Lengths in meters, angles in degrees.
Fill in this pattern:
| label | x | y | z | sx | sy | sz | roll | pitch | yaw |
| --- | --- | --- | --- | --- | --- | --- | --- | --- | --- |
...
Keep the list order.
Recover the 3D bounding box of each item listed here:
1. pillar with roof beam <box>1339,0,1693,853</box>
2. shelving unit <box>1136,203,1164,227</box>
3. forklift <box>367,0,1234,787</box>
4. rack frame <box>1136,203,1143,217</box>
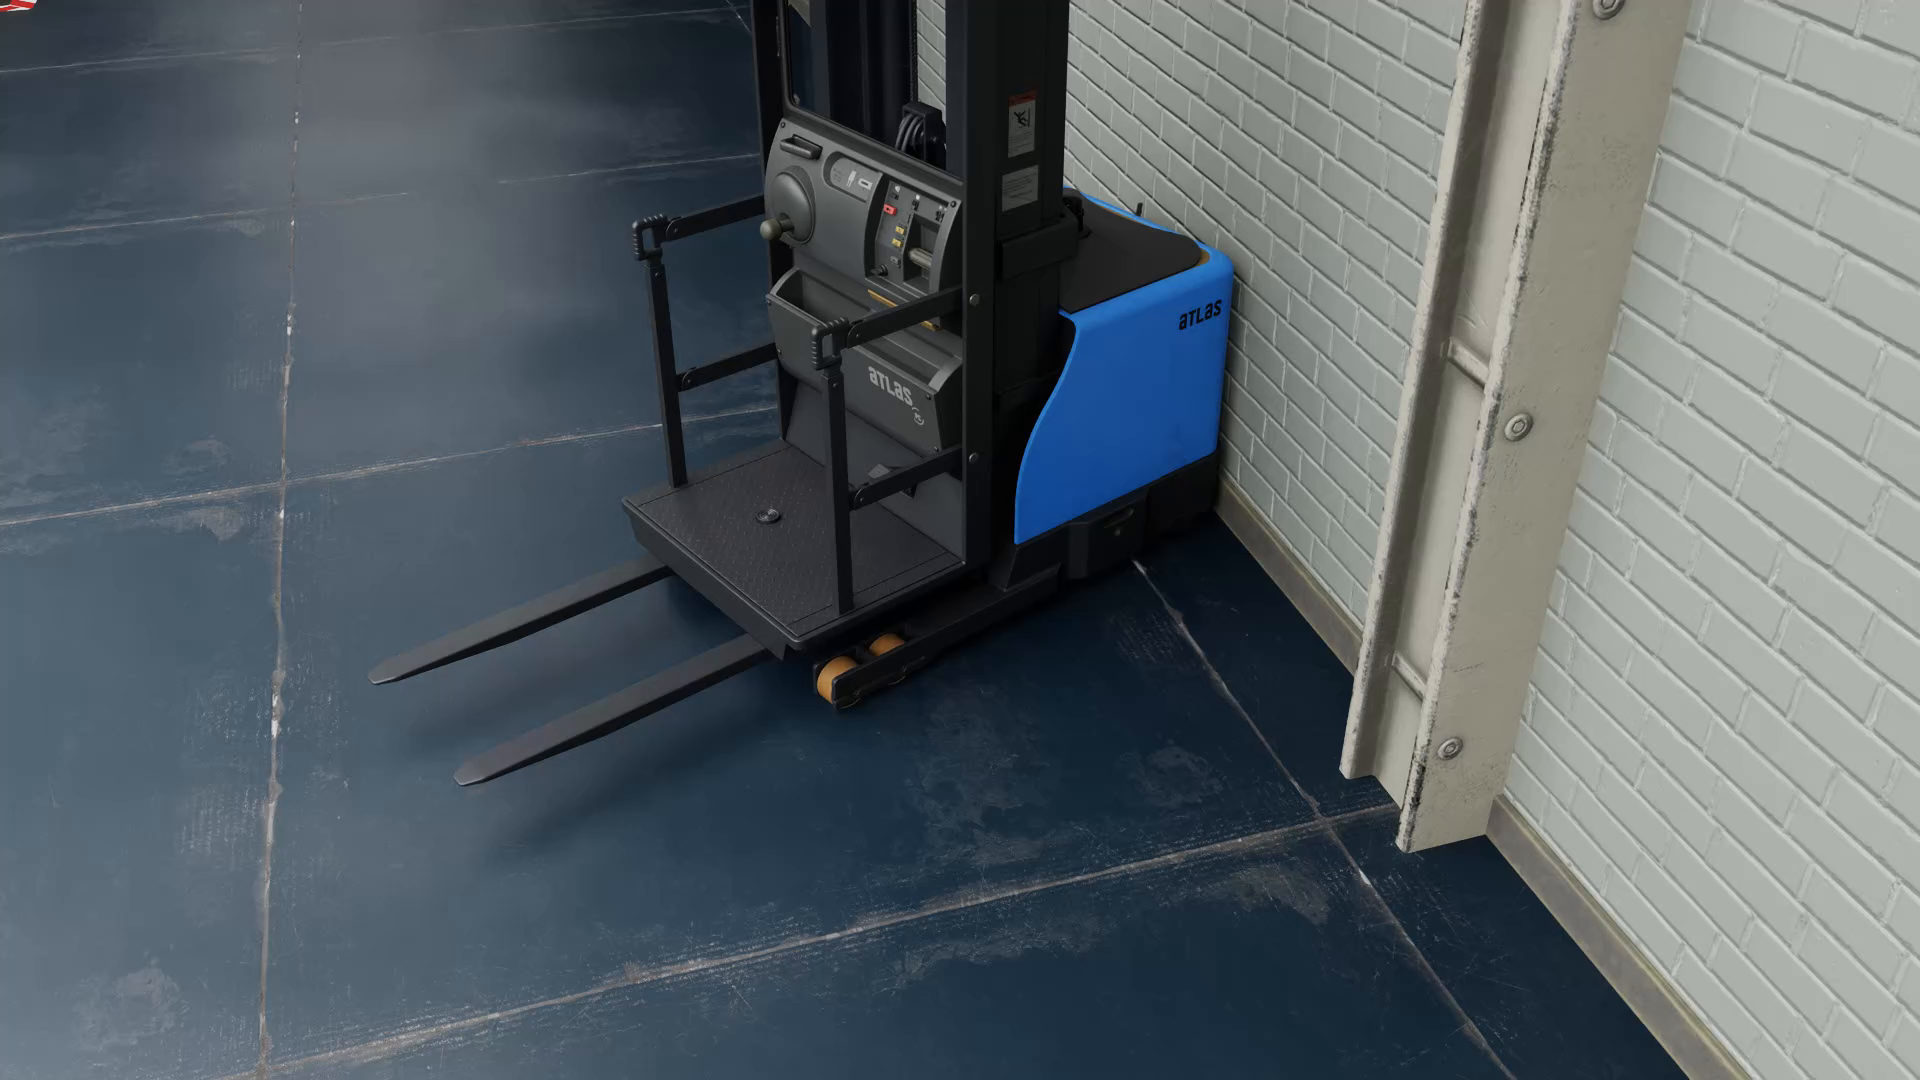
| label | x | y | z | sx | sy | sz | roll | pitch | yaw |
| --- | --- | --- | --- | --- | --- | --- | --- | --- | --- |
| pillar with roof beam | -2.715 | -2.243 | 1.482 | 9.100 | 9.000 | 0.400 | -10 | 35 | -15 |
| shelving unit | 0.615 | -0.904 | 6.762 | 0.258 | 0.900 | 0.210 | -9 | 40 | -17 |
| forklift | -0.481 | -1.004 | 5.111 | 3.031 | 2.935 | 1.130 | -25 | 41 | -32 |
| rack frame | 0.582 | -0.965 | 6.837 | 0.240 | 0.900 | 0.006 | -9 | 40 | -17 |
